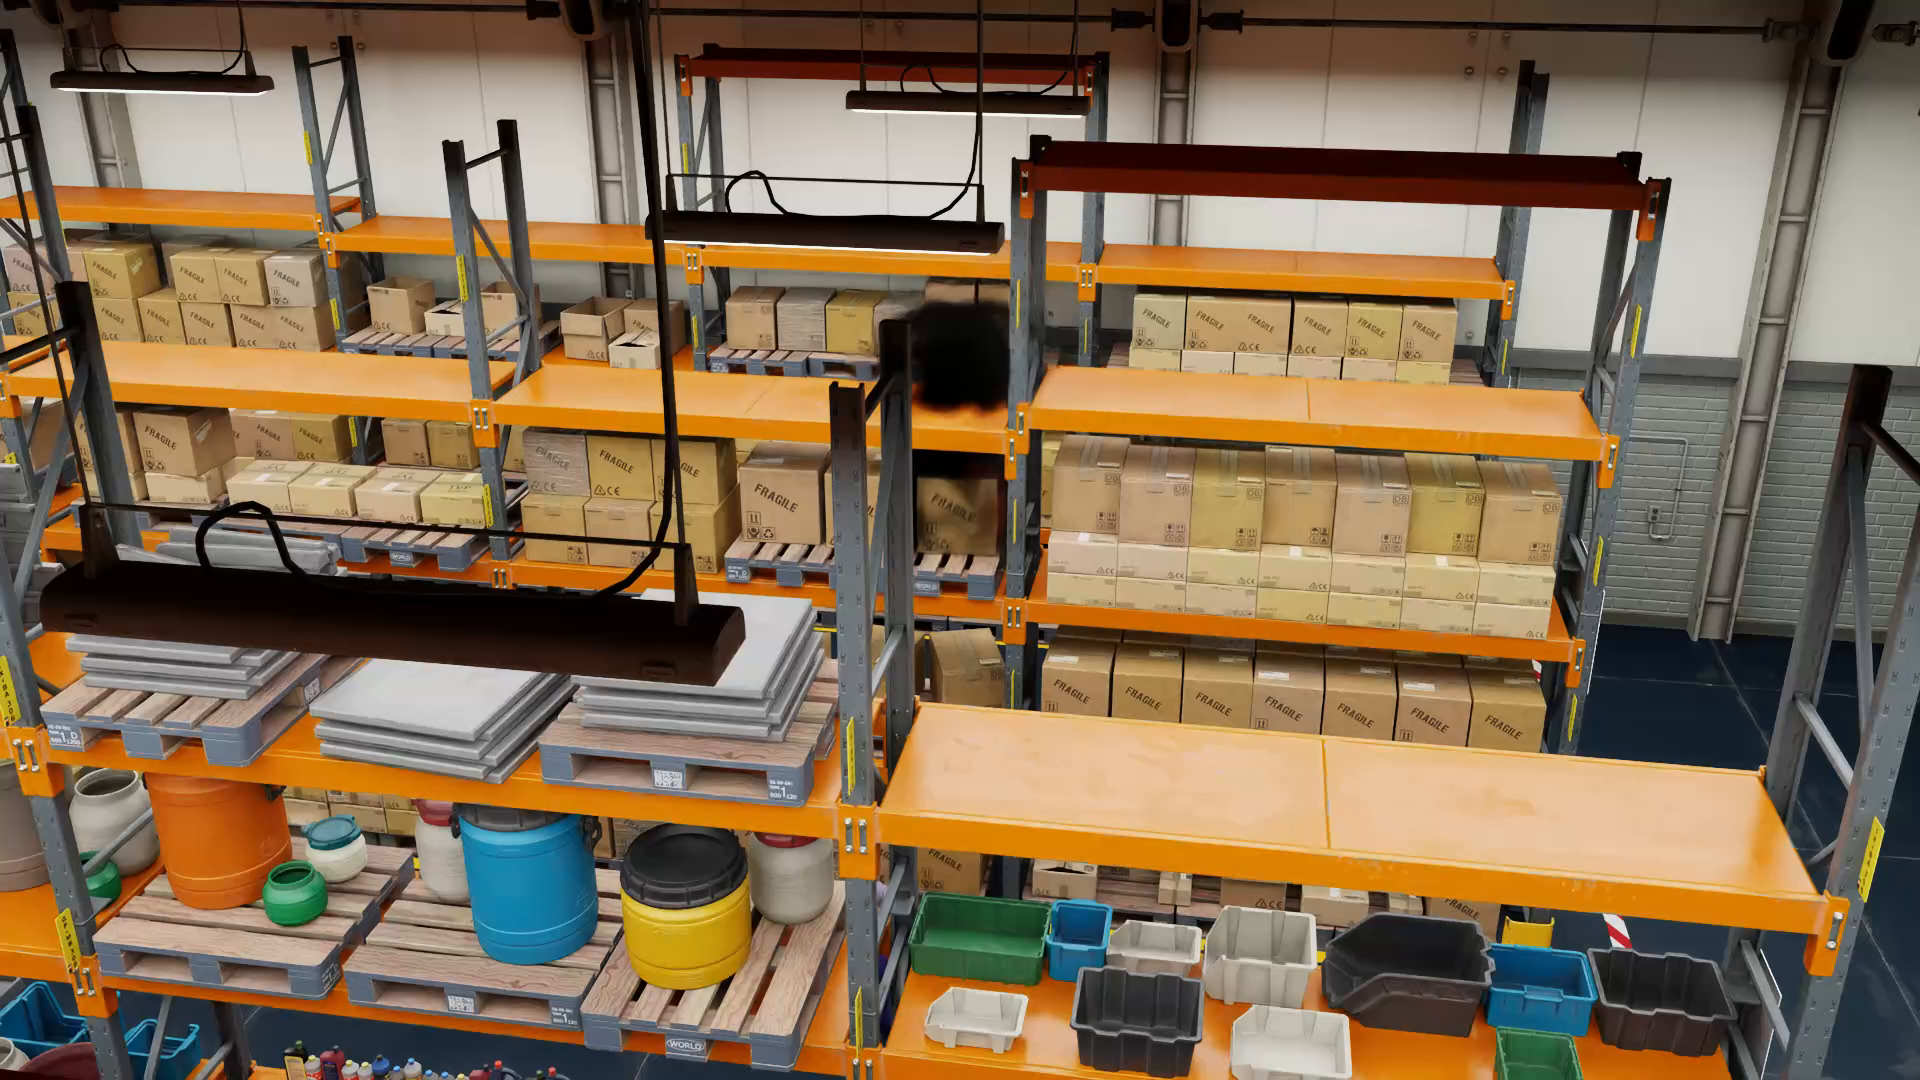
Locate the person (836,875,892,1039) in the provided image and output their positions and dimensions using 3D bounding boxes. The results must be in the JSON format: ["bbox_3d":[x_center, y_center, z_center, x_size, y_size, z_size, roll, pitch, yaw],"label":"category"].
[{"bbox_3d":[-0.665,2.934,11.416,0.788,1.665,0.496,0,23,1],"label":"person"}]
